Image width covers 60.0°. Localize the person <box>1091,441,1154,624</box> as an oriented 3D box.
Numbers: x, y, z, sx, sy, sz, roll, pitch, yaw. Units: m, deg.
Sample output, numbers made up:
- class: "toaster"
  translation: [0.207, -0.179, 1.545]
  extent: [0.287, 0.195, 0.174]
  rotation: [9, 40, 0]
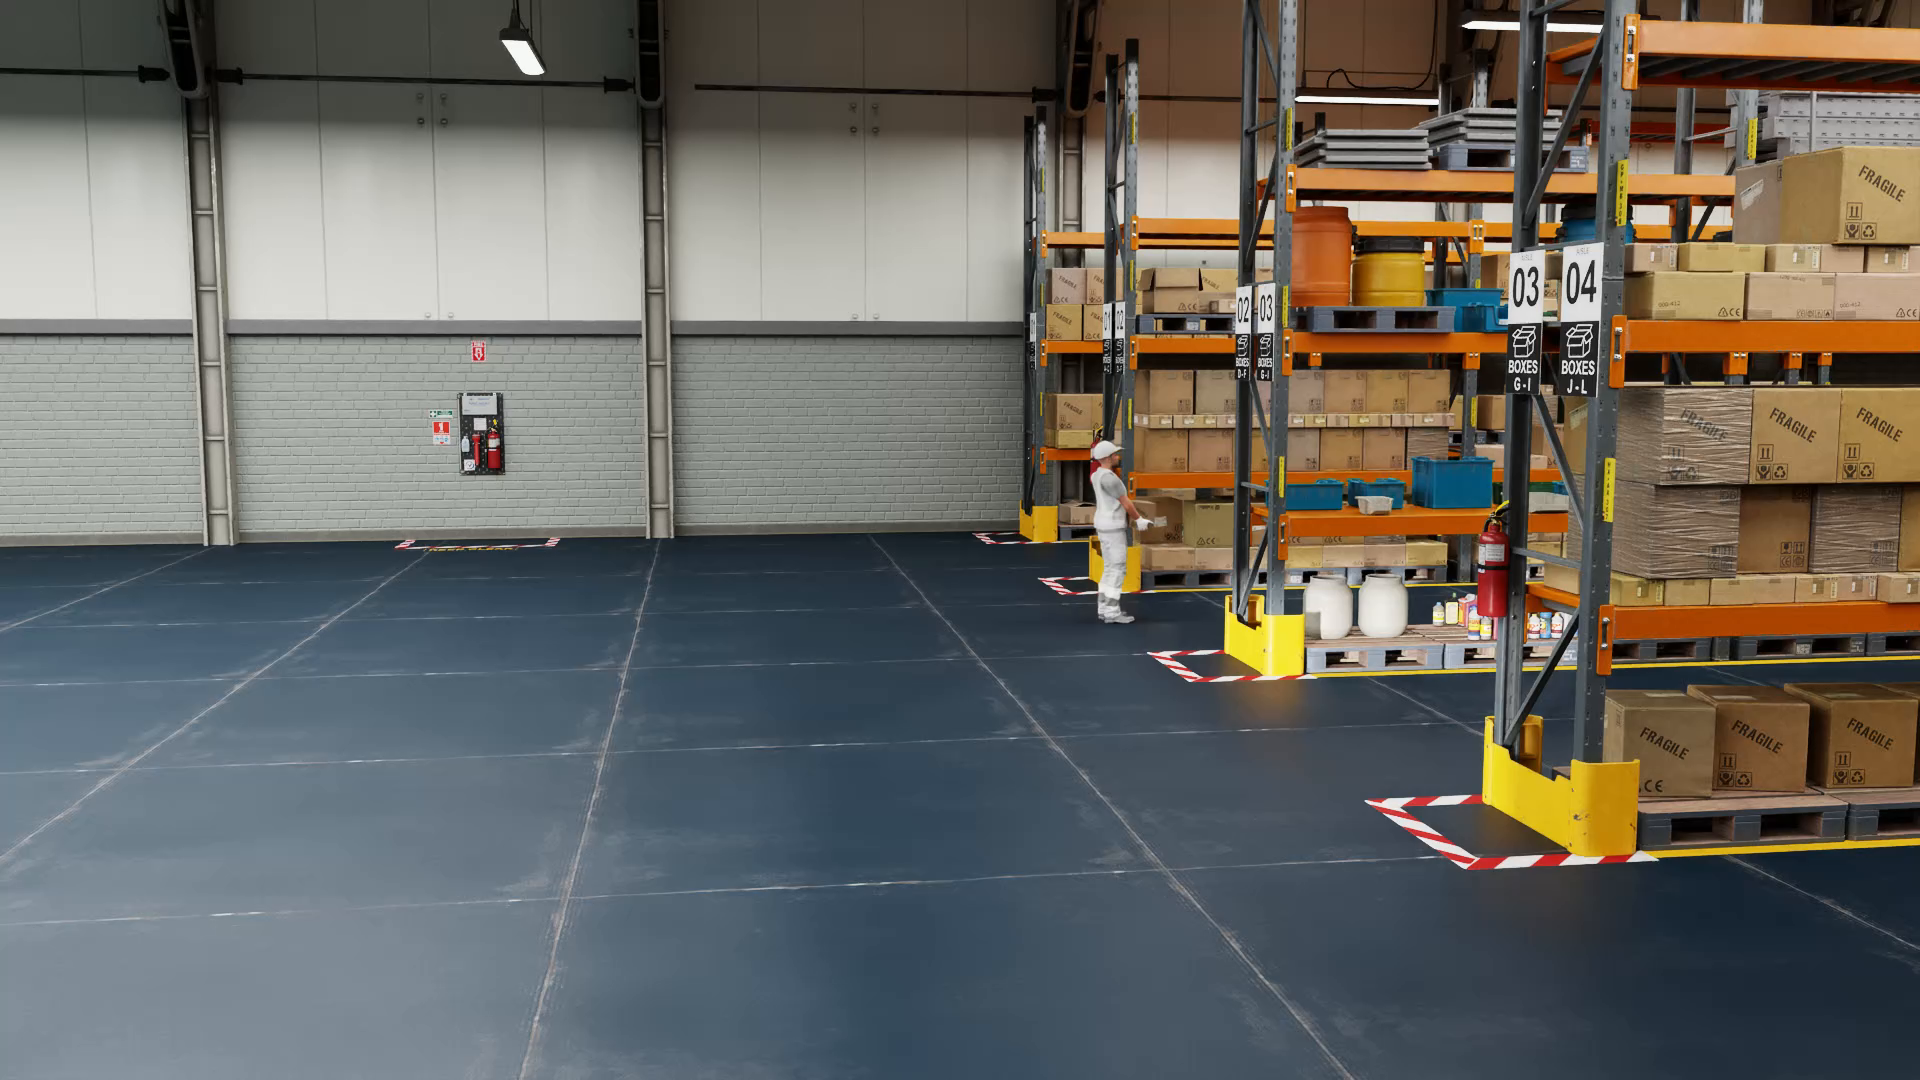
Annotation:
- class: "person"
  translation: [1.594, -0.086, 16.399]
  extent: [0.572, 1.783, 0.494]
  rotation: [-1, 6, -9]
